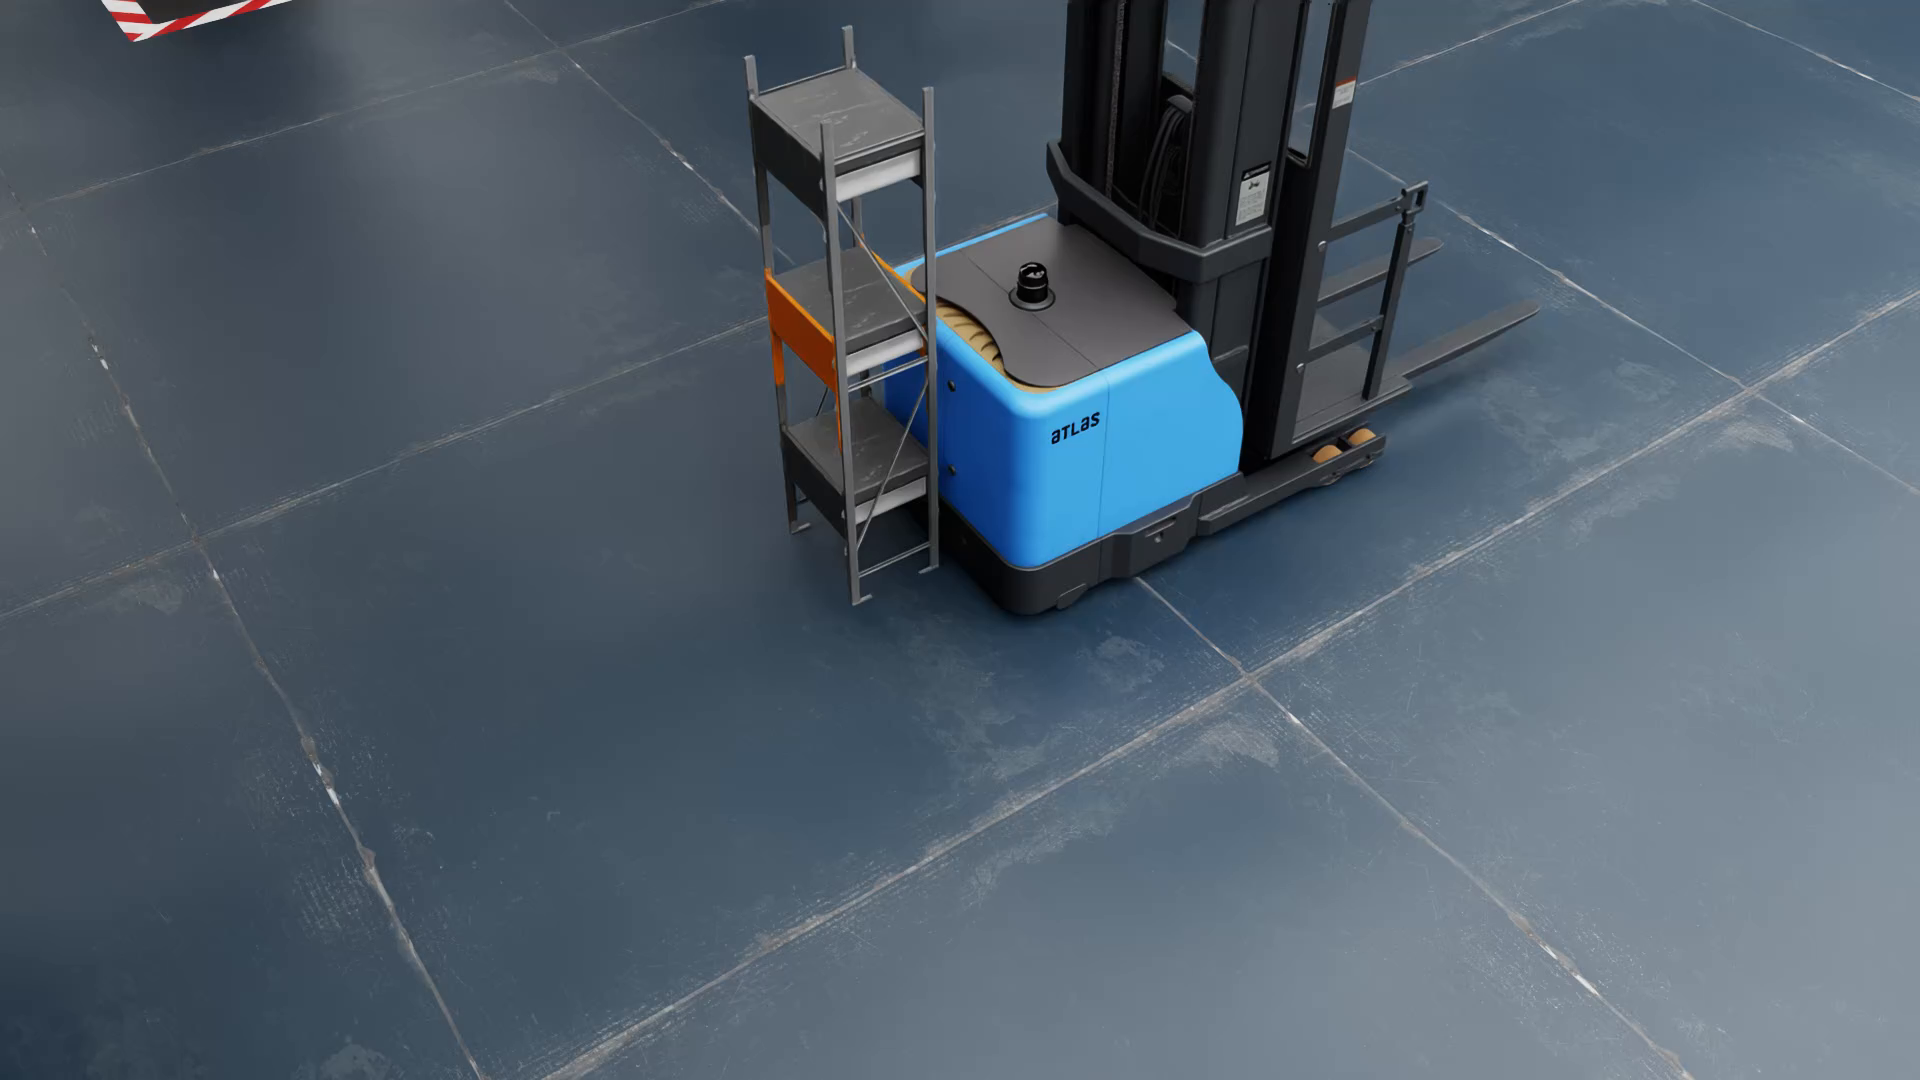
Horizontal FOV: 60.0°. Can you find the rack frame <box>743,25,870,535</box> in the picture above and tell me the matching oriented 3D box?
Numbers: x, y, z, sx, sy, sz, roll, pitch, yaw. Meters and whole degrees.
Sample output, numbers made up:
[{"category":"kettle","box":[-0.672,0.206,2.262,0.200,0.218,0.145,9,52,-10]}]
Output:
[{"category":"rack frame","box":[-0.524,-0.860,6.131,0.400,2.100,0.015,-25,49,-24]}]

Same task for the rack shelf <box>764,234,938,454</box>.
[{"category":"rack shelf","box":[-0.389,-0.710,5.993,0.431,0.518,0.480,-25,49,-24]}]

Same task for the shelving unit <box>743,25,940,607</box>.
[{"category":"shelving unit","box":[-0.389,-0.720,5.984,0.431,2.100,0.503,-25,49,-24]}]

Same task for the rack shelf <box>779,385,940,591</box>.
[{"category":"rack shelf","box":[-0.389,-0.204,6.476,0.431,0.518,0.480,-25,49,-24]}]

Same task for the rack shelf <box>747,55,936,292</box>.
[{"category":"rack shelf","box":[-0.389,-1.216,5.510,0.431,0.518,0.480,-25,49,-24]}]

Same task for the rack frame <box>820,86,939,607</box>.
[{"category":"rack frame","box":[-0.254,-0.580,5.837,0.400,2.100,0.015,-25,49,-24]}]

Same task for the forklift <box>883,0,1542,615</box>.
[{"category":"forklift","box":[1.194,-1.573,6.275,3.031,2.935,1.130,-25,49,-24]}]
